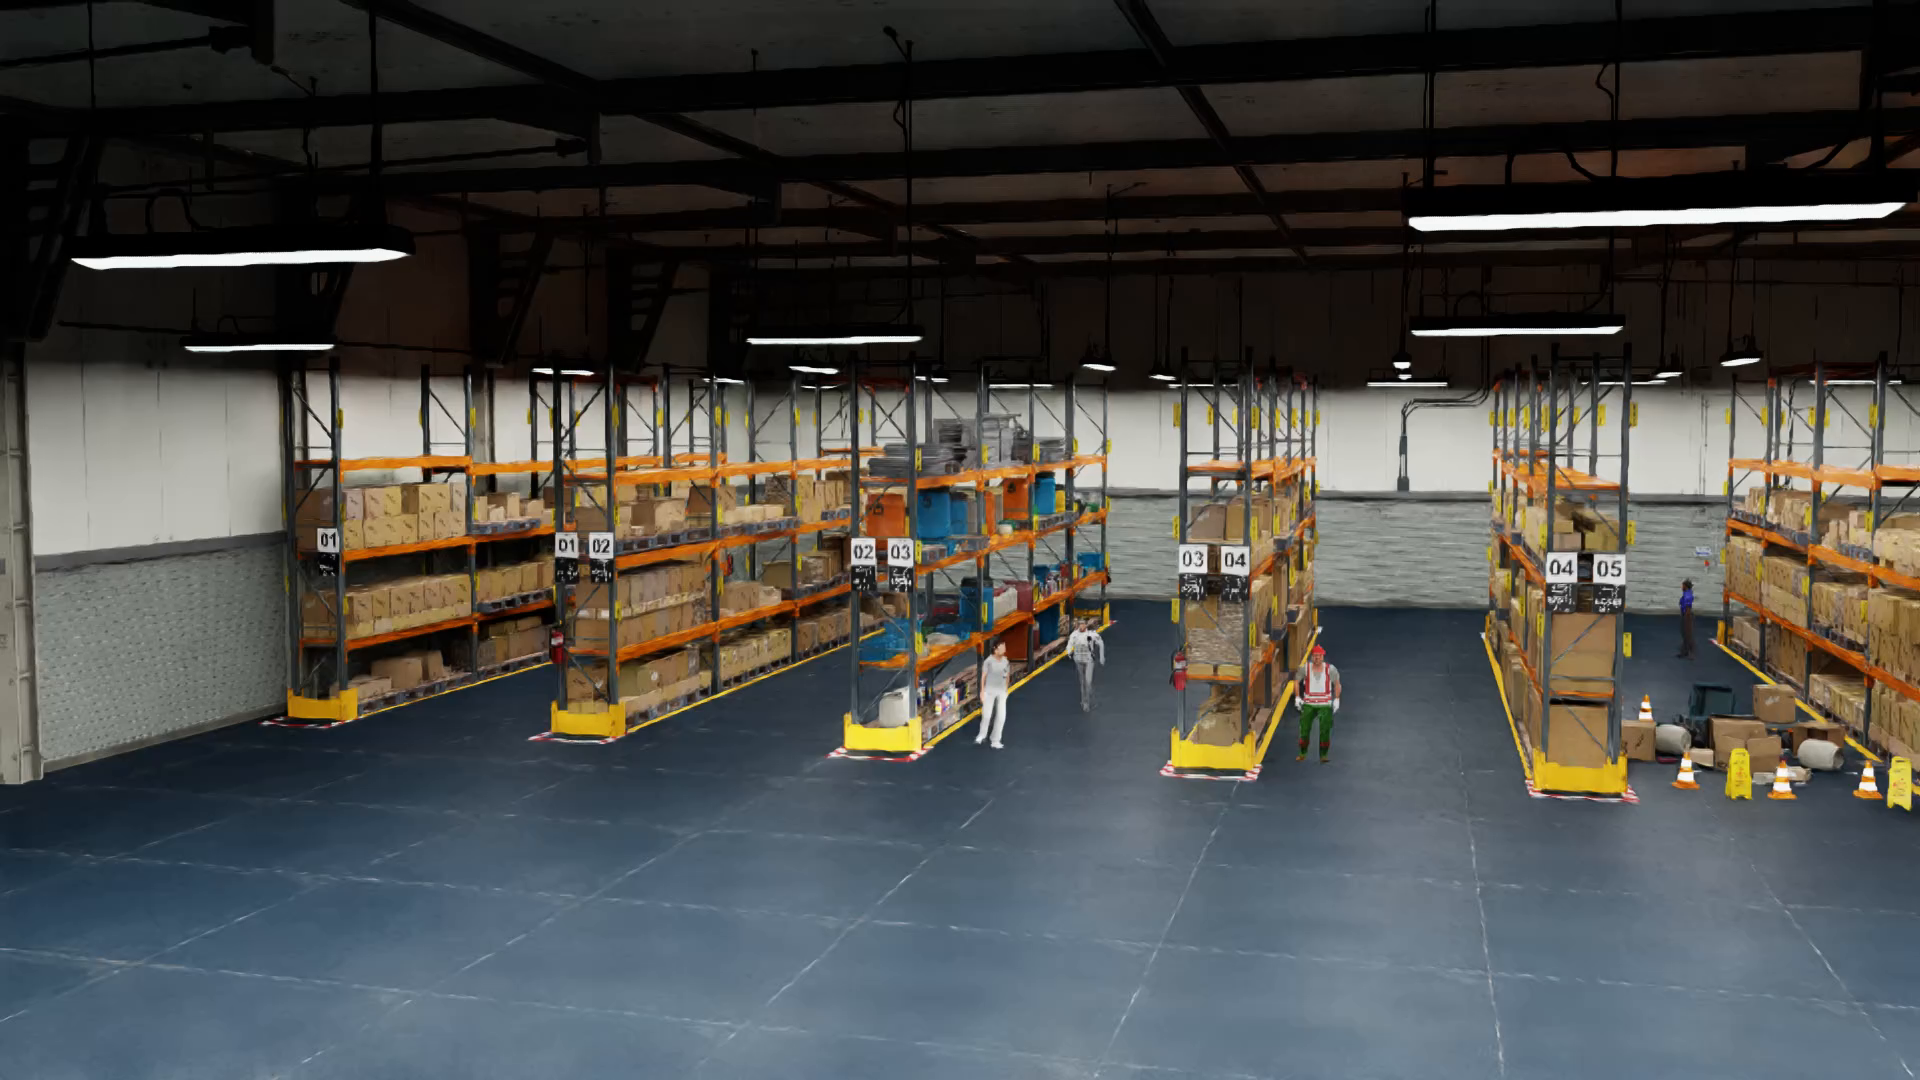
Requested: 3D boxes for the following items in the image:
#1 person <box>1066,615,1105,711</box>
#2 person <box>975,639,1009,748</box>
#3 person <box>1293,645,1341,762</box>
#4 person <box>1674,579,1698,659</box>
[{"bbox_3d":[2.150,2.088,28.719,0.636,1.616,0.814,2,4,21],"label":"person"},{"bbox_3d":[0.492,2.316,25.367,0.513,1.659,0.533,-2,4,-20],"label":"person"},{"bbox_3d":[5.171,2.372,24.111,0.677,1.741,0.552,1,4,13],"label":"person"},{"bbox_3d":[15.110,1.630,34.573,0.477,1.653,0.642,2,5,27],"label":"person"}]
